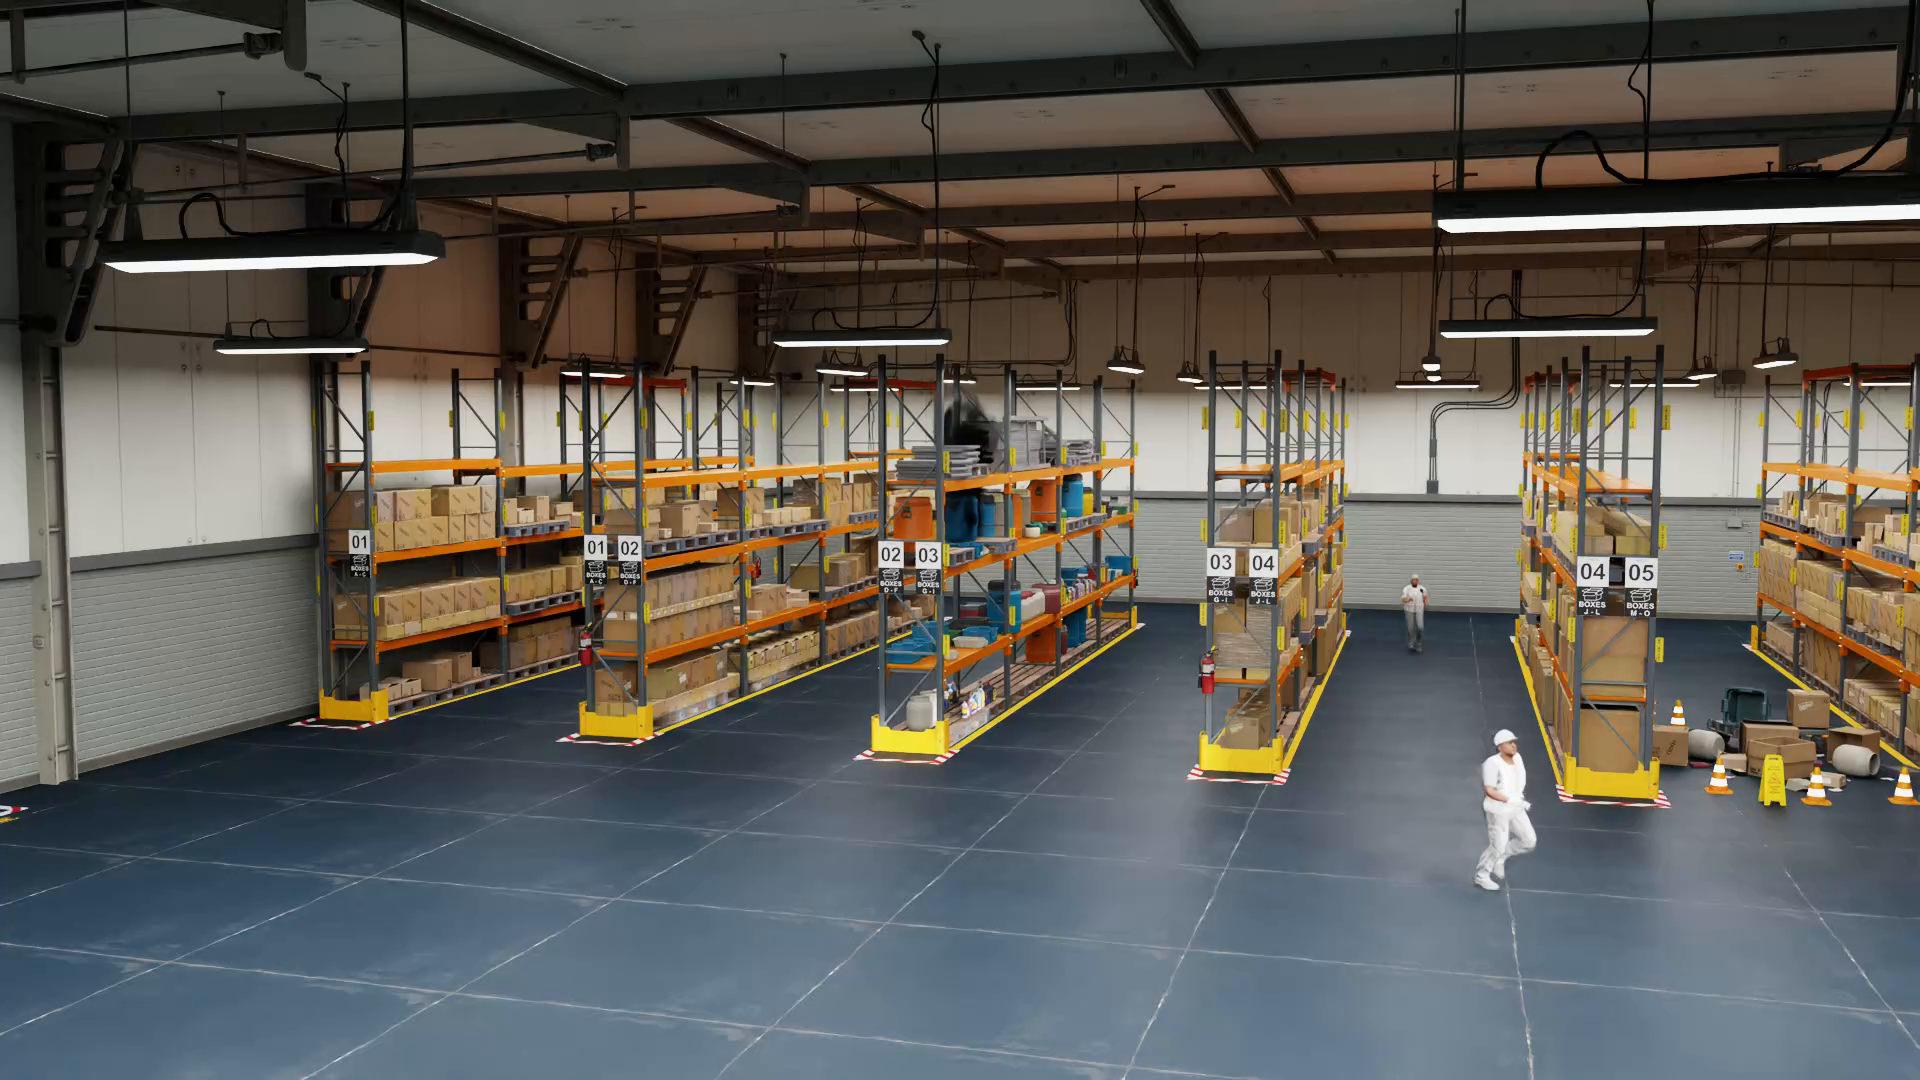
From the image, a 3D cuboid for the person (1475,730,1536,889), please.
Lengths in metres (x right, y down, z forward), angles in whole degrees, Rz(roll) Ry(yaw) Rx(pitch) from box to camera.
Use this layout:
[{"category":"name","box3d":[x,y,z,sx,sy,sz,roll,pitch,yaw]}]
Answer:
[{"category":"person","box3d":[5.826,2.870,17.649,0.716,1.733,0.714,-2,5,-31]}]

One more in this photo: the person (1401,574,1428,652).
[{"category":"person","box3d":[9.894,1.601,36.174,0.582,1.710,0.673,1,4,12]}]
